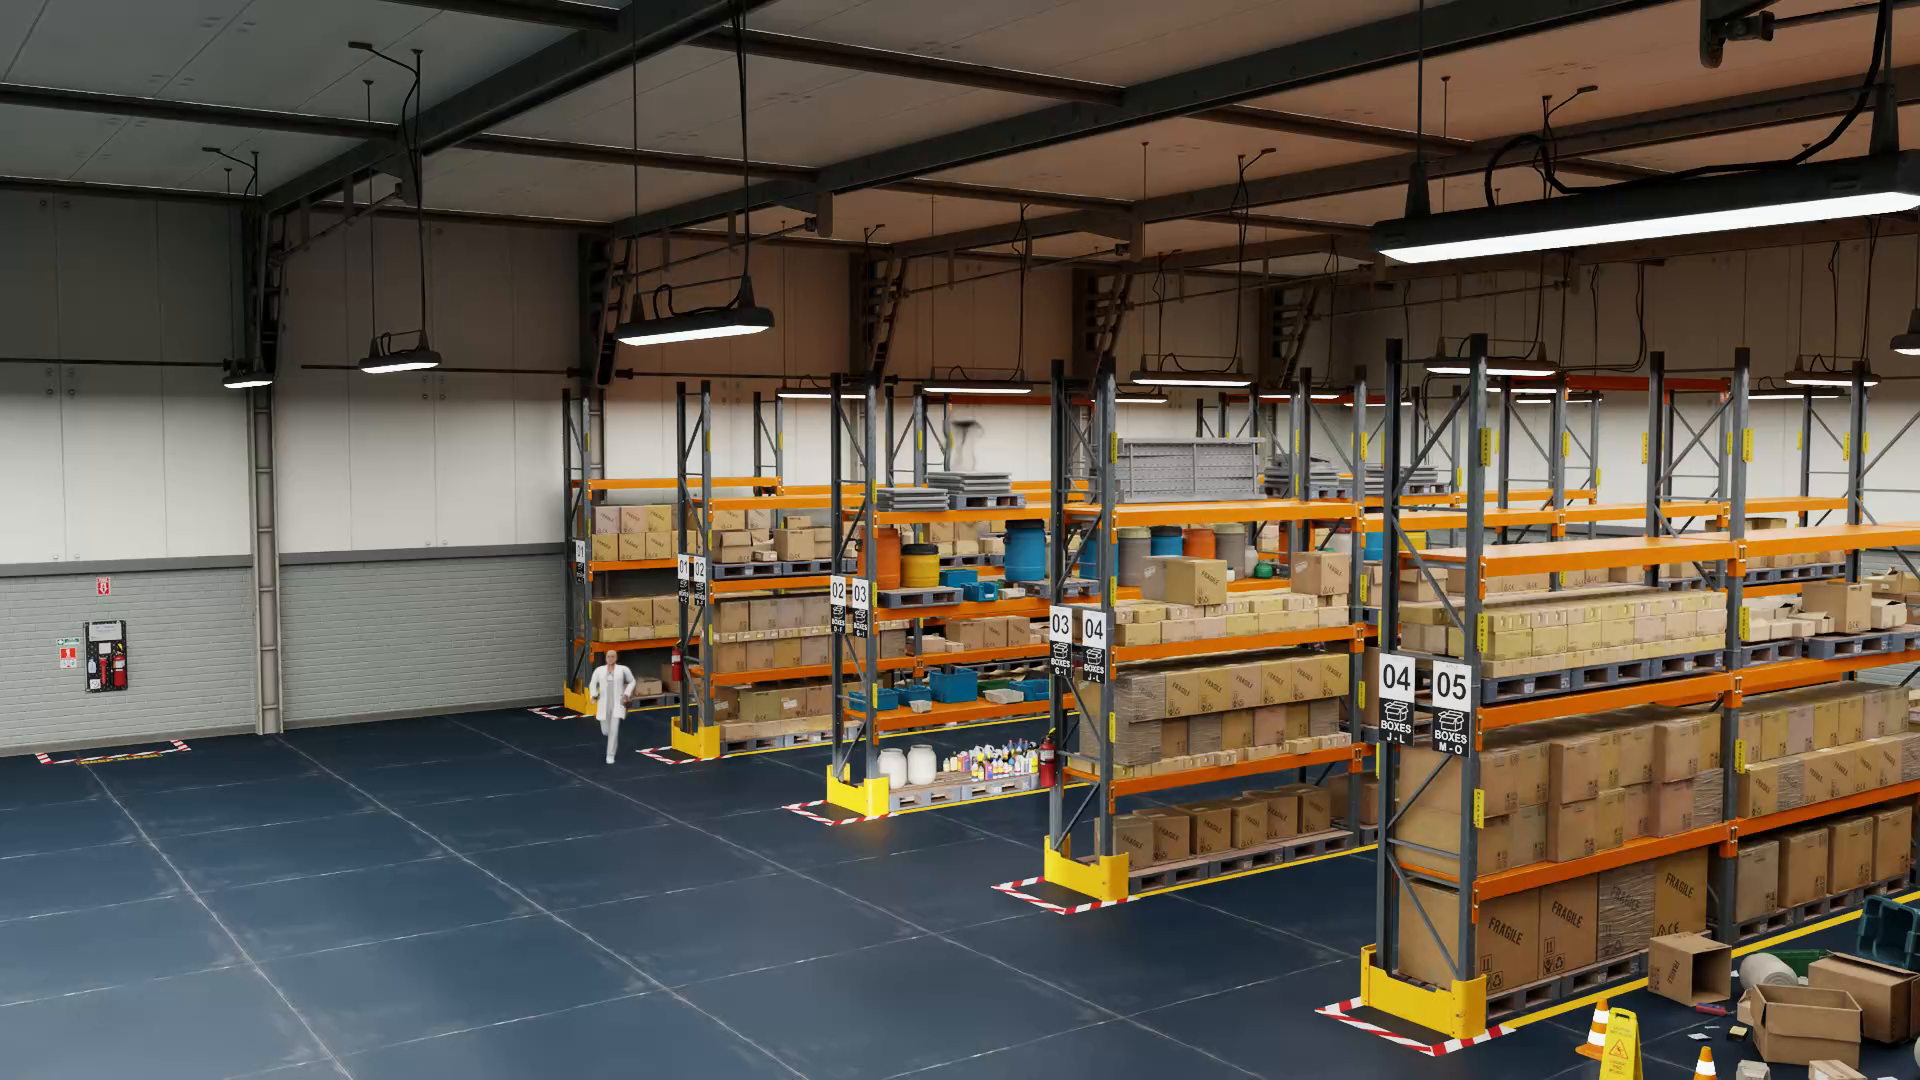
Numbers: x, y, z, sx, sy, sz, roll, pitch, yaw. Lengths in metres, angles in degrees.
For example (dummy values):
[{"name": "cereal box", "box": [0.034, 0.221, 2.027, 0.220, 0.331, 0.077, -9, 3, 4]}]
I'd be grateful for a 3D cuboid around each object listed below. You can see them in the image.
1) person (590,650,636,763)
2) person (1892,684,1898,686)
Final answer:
[{"name": "person", "box": [-5.513, 2.616, 26.391, 0.728, 1.750, 0.773, 0, 4, -3]}, {"name": "person", "box": [13.396, 2.854, 23.769, 0.795, 1.607, 0.556, -2, 4, -32]}]
